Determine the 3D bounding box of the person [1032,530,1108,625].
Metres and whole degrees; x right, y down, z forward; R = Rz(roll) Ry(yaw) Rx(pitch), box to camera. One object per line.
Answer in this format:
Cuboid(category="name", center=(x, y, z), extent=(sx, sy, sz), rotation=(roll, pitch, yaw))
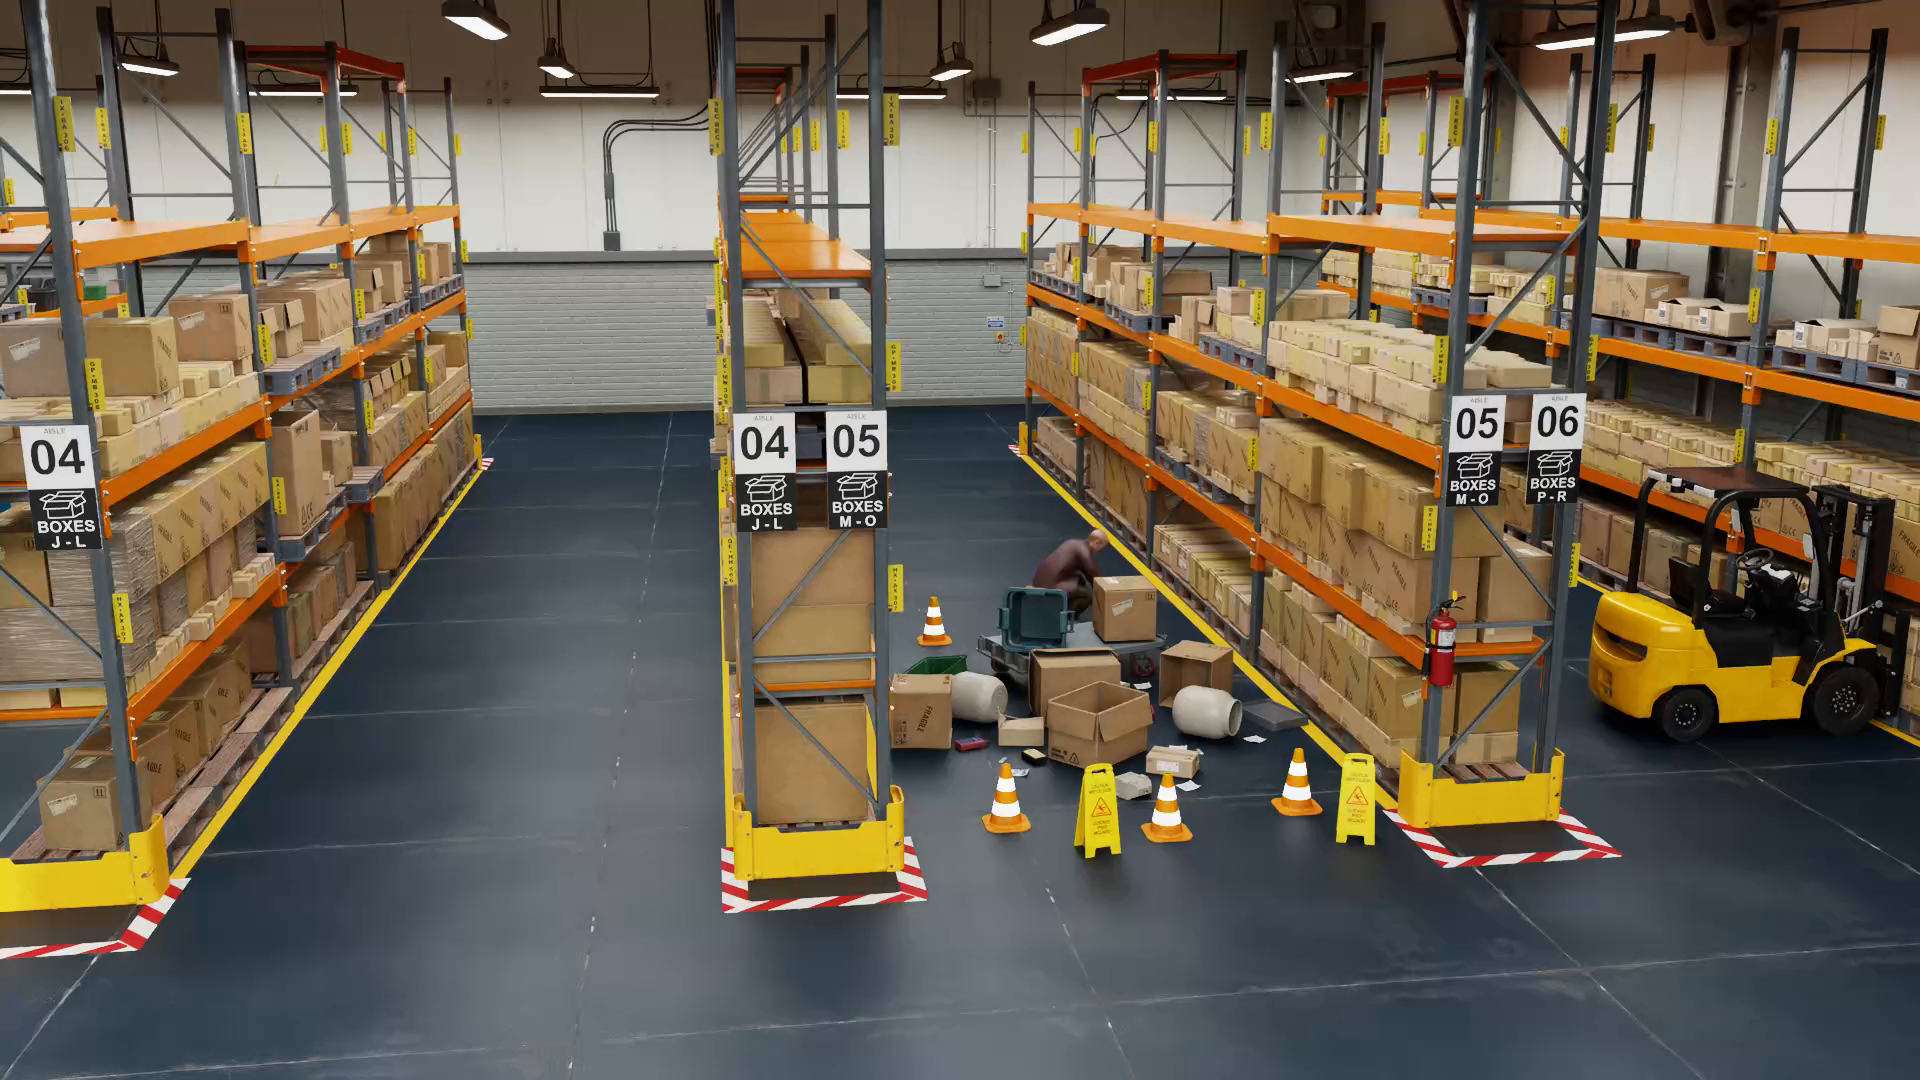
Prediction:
Cuboid(category="person", center=(1.221, 0.400, 17.522), extent=(0.930, 1.001, 0.580), rotation=(-2, 13, -9))
